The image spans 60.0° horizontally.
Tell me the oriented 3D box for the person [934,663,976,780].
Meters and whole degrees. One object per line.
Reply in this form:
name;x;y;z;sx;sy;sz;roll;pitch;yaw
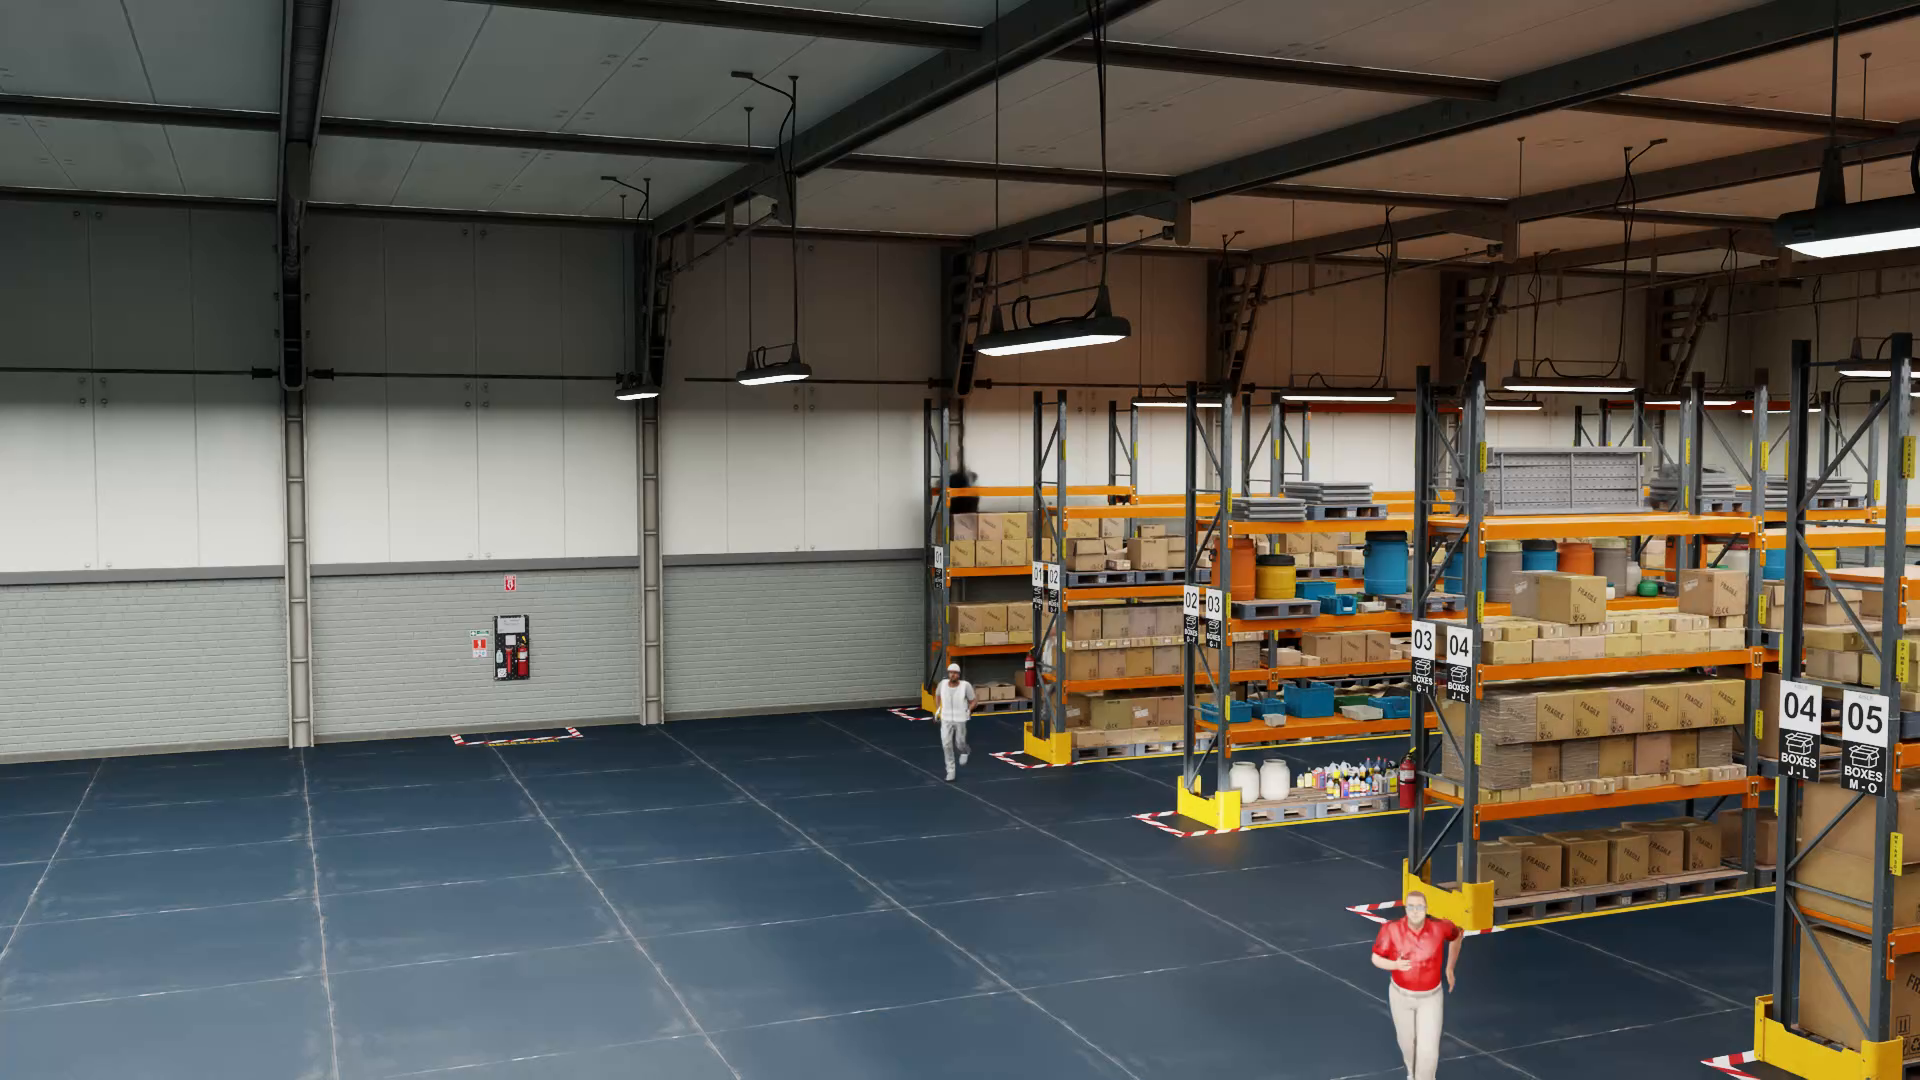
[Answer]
person;-0.074;2.752;25.535;0.665;1.753;0.874;1;3;11

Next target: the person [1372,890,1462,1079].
person;3.511;3.571;12.808;0.643;1.817;0.884;1;4;21

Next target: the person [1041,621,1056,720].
person;1.657;2.288;29.310;0.905;1.739;0.677;-3;4;-41

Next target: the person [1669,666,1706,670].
person;12.847;2.596;29.477;0.774;1.710;0.561;-2;4;-32
